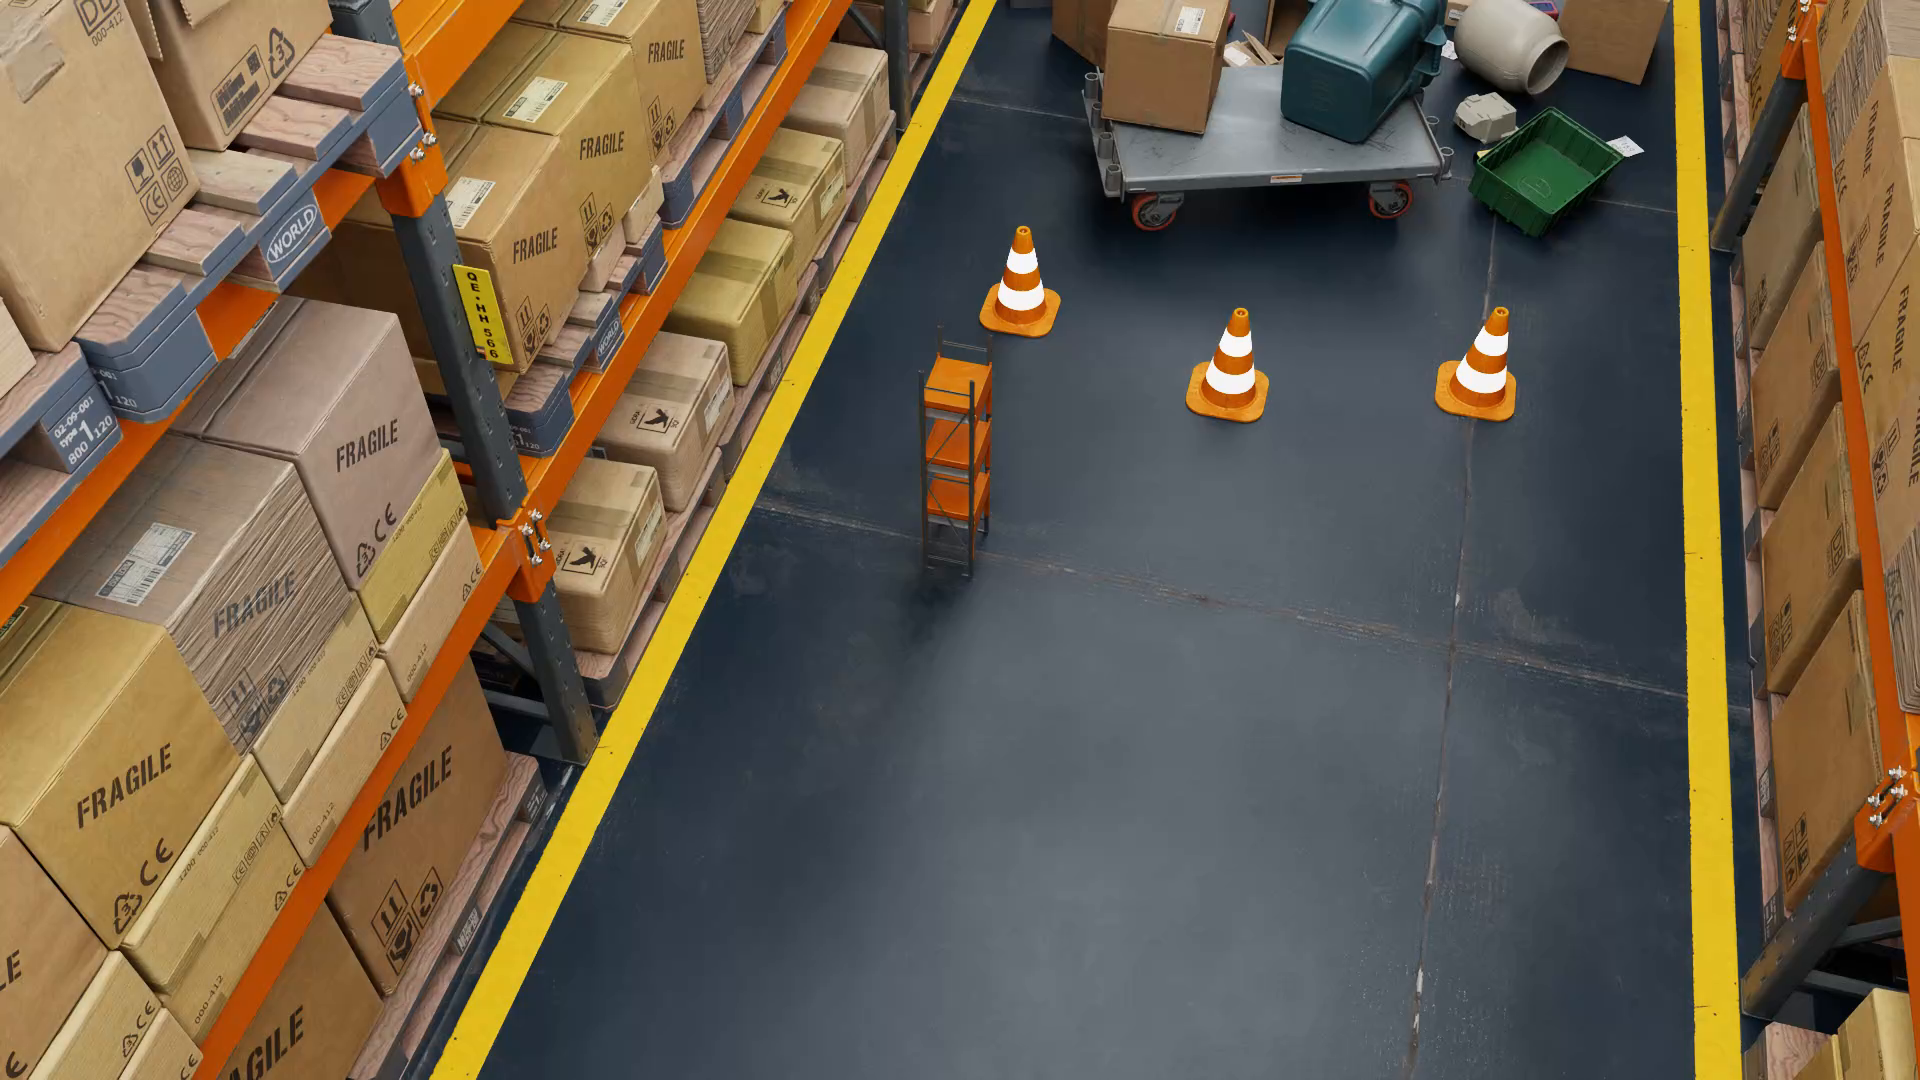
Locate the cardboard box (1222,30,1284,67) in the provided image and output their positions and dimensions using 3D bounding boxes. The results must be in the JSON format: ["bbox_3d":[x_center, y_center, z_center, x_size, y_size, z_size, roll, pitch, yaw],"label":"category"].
[{"bbox_3d":[1.535,-2.474,8.675,0.258,0.266,0.396,-19,51,-16],"label":"cardboard box"}]

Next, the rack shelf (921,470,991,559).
[{"bbox_3d":[-0.014,-0.118,6.457,0.215,0.259,0.240,12,50,10],"label":"rack shelf"}]

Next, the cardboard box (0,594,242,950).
[{"bbox_3d":[-1.951,0.472,3.518,0.500,0.500,0.500,12,50,10],"label":"cardboard box"}]

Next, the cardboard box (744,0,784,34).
[{"bbox_3d":[-0.901,-2.107,6.415,0.380,0.149,0.250,12,50,10],"label":"cardboard box"}]

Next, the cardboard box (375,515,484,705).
[{"bbox_3d":[-1.685,0.147,4.639,0.500,0.250,0.500,10,49,9],"label":"cardboard box"}]

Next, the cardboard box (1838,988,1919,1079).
[{"bbox_3d":[2.584,1.475,4.253,0.500,0.250,0.500,10,49,8],"label":"cardboard box"}]

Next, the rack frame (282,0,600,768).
[{"bbox_3d":[-1.803,-0.320,4.951,1.000,3.000,0.127,12,50,10],"label":"rack frame"}]

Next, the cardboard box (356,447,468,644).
[{"bbox_3d":[-1.685,-0.035,4.466,0.500,0.250,0.500,11,50,10],"label":"cardboard box"}]

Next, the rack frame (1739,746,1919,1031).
[{"bbox_3d":[2.999,0.584,4.153,1.000,3.000,0.127,12,50,10],"label":"rack frame"}]

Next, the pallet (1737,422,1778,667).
[{"bbox_3d":[3.603,0.072,6.465,1.003,0.211,1.213,12,50,10],"label":"pallet"}]

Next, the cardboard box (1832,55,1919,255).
[{"bbox_3d":[3.388,-1.289,5.739,0.500,0.500,0.500,11,50,10],"label":"cardboard box"}]

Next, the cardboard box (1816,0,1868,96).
[{"bbox_3d":[3.654,-2.015,6.380,0.500,0.500,0.500,12,50,10],"label":"cardboard box"}]

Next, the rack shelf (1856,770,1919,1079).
[{"bbox_3d":[2.473,2.269,3.146,1.077,0.370,4.000,12,50,10],"label":"rack shelf"}]

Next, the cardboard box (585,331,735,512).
[{"bbox_3d":[-1.458,-0.531,6.610,0.950,0.372,0.625,11,49,9],"label":"cardboard box"}]

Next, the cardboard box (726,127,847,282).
[{"bbox_3d":[-1.071,-1.582,7.537,0.950,0.372,0.625,14,50,12],"label":"cardboard box"}]

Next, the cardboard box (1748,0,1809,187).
[{"bbox_3d":[4.285,-2.186,7.735,0.875,0.875,0.875,12,50,11],"label":"cardboard box"}]

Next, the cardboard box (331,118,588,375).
[{"bbox_3d":[-1.461,-0.870,4.891,0.500,0.500,0.500,10,49,9],"label":"cardboard box"}]

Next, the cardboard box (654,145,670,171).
[{"bbox_3d":[-1.234,-1.345,5.743,0.380,0.149,0.250,14,50,12],"label":"cardboard box"}]

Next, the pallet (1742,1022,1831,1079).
[{"bbox_3d":[2.792,2.072,4.700,1.003,0.211,1.213,12,50,10],"label":"pallet"}]

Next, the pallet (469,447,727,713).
[{"bbox_3d":[-1.596,0.038,6.495,1.003,0.211,1.213,12,50,10],"label":"pallet"}]

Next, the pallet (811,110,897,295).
[{"bbox_3d":[-0.953,-1.727,8.052,1.003,0.211,1.213,12,50,10],"label":"pallet"}]

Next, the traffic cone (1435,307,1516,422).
[{"bbox_3d":[2.243,-0.798,7.064,0.336,0.463,0.334,12,50,10],"label":"traffic cone"}]

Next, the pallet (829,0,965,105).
[{"bbox_3d":[-0.607,-2.783,8.984,1.003,0.211,1.213,12,50,10],"label":"pallet"}]

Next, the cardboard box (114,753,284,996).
[{"bbox_3d":[-1.931,0.711,3.808,0.500,0.250,0.500,10,49,9],"label":"cardboard box"}]

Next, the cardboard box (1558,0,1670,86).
[{"bbox_3d":[3.471,-2.808,8.812,0.500,0.500,0.500,19,51,16],"label":"cardboard box"}]

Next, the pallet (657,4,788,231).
[{"bbox_3d":[-1.321,-1.696,6.293,1.003,0.211,1.213,12,50,10],"label":"pallet"}]

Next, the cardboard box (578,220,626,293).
[{"bbox_3d":[-1.314,-0.961,5.404,0.380,0.149,0.250,9,49,8],"label":"cardboard box"}]

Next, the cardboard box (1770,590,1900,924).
[{"bbox_3d":[3.247,0.767,5.212,1.050,0.750,0.750,11,49,10],"label":"cardboard box"}]

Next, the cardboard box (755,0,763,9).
[{"bbox_3d":[-0.921,-2.373,6.218,0.500,0.500,0.500,13,50,11],"label":"cardboard box"}]

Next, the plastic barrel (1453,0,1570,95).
[{"bbox_3d":[2.871,-2.580,8.664,0.421,0.421,0.512,-27,54,-22],"label":"plastic barrel"}]

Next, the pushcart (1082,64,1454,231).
[{"bbox_3d":[1.463,-1.932,8.122,1.648,0.377,0.936,-4,49,-3],"label":"pushcart"}]

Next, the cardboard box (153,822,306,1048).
[{"bbox_3d":[-1.953,0.880,3.991,0.500,0.250,0.500,11,50,10],"label":"cardboard box"}]

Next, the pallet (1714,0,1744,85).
[{"bbox_3d":[4.647,-2.807,9.005,1.003,0.211,1.213,12,50,10],"label":"pallet"}]

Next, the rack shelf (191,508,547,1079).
[{"bbox_3d":[-2.329,1.365,3.943,1.077,0.370,4.000,12,50,10],"label":"rack shelf"}]

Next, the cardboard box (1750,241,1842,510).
[{"bbox_3d":[3.718,-0.540,6.365,1.050,0.750,0.750,12,50,10],"label":"cardboard box"}]

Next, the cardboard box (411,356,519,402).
[{"bbox_3d":[-1.538,-0.574,5.062,0.380,0.149,0.250,9,49,8],"label":"cardboard box"}]

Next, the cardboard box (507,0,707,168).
[{"bbox_3d":[-1.197,-1.634,5.565,0.500,0.500,0.500,12,50,11],"label":"cardboard box"}]

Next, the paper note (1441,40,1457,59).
[{"bbox_3d":[2.644,-2.668,9.008,0.172,0.023,0.155,28,54,22],"label":"paper note"}]

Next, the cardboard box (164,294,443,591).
[{"bbox_3d":[-1.686,-0.258,4.163,0.500,0.500,0.500,10,49,9],"label":"cardboard box"}]

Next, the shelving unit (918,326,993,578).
[{"bbox_3d":[-0.014,-0.309,6.241,0.215,1.050,0.252,12,50,10],"label":"shelving unit"}]

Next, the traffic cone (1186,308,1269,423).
[{"bbox_3d":[1.163,-0.793,7.060,0.336,0.463,0.334,12,50,10],"label":"traffic cone"}]

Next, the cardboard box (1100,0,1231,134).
[{"bbox_3d":[0.975,-2.307,7.866,0.500,0.500,0.500,12,50,10],"label":"cardboard box"}]

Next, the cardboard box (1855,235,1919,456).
[{"bbox_3d":[3.123,-0.550,5.087,0.500,0.500,0.500,11,49,9],"label":"cardboard box"}]

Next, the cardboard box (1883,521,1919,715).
[{"bbox_3d":[2.859,0.172,4.450,0.500,0.500,0.500,12,50,10],"label":"cardboard box"}]

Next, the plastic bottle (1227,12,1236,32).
[{"bbox_3d":[1.399,-2.804,9.103,0.133,0.061,0.283,19,51,16],"label":"plastic bottle"}]

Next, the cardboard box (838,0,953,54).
[{"bbox_3d":[-0.334,-2.816,8.707,0.500,0.250,0.500,10,49,8],"label":"cardboard box"}]

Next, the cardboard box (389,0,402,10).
[{"bbox_3d":[-1.556,-1.424,4.092,0.380,0.149,0.250,12,50,10],"label":"cardboard box"}]

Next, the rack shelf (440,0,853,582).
[{"bbox_3d":[-1.276,-1.528,6.497,1.077,0.370,4.000,12,50,10],"label":"rack shelf"}]

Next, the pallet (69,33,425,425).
[{"bbox_3d":[-1.921,-0.774,3.476,1.213,0.211,1.003,14,50,12],"label":"pallet"}]

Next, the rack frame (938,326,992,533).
[{"bbox_3d":[0.018,-0.397,6.319,0.200,1.050,0.008,12,50,10],"label":"rack frame"}]

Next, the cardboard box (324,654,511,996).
[{"bbox_3d":[-2.065,0.727,5.163,0.875,0.875,0.875,11,50,10],"label":"cardboard box"}]

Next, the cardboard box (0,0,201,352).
[{"bbox_3d":[-1.880,-0.731,2.966,0.700,0.500,0.500,9,49,8],"label":"cardboard box"}]

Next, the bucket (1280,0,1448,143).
[{"bbox_3d":[1.864,-2.283,7.852,0.726,0.611,0.620,28,64,22],"label":"bucket"}]

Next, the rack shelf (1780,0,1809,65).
[{"bbox_3d":[4.579,-3.518,8.253,1.077,0.370,4.000,12,50,10],"label":"rack shelf"}]

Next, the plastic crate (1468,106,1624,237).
[{"bbox_3d":[2.834,-1.782,8.078,0.662,0.188,0.450,-37,68,-28],"label":"plastic crate"}]
